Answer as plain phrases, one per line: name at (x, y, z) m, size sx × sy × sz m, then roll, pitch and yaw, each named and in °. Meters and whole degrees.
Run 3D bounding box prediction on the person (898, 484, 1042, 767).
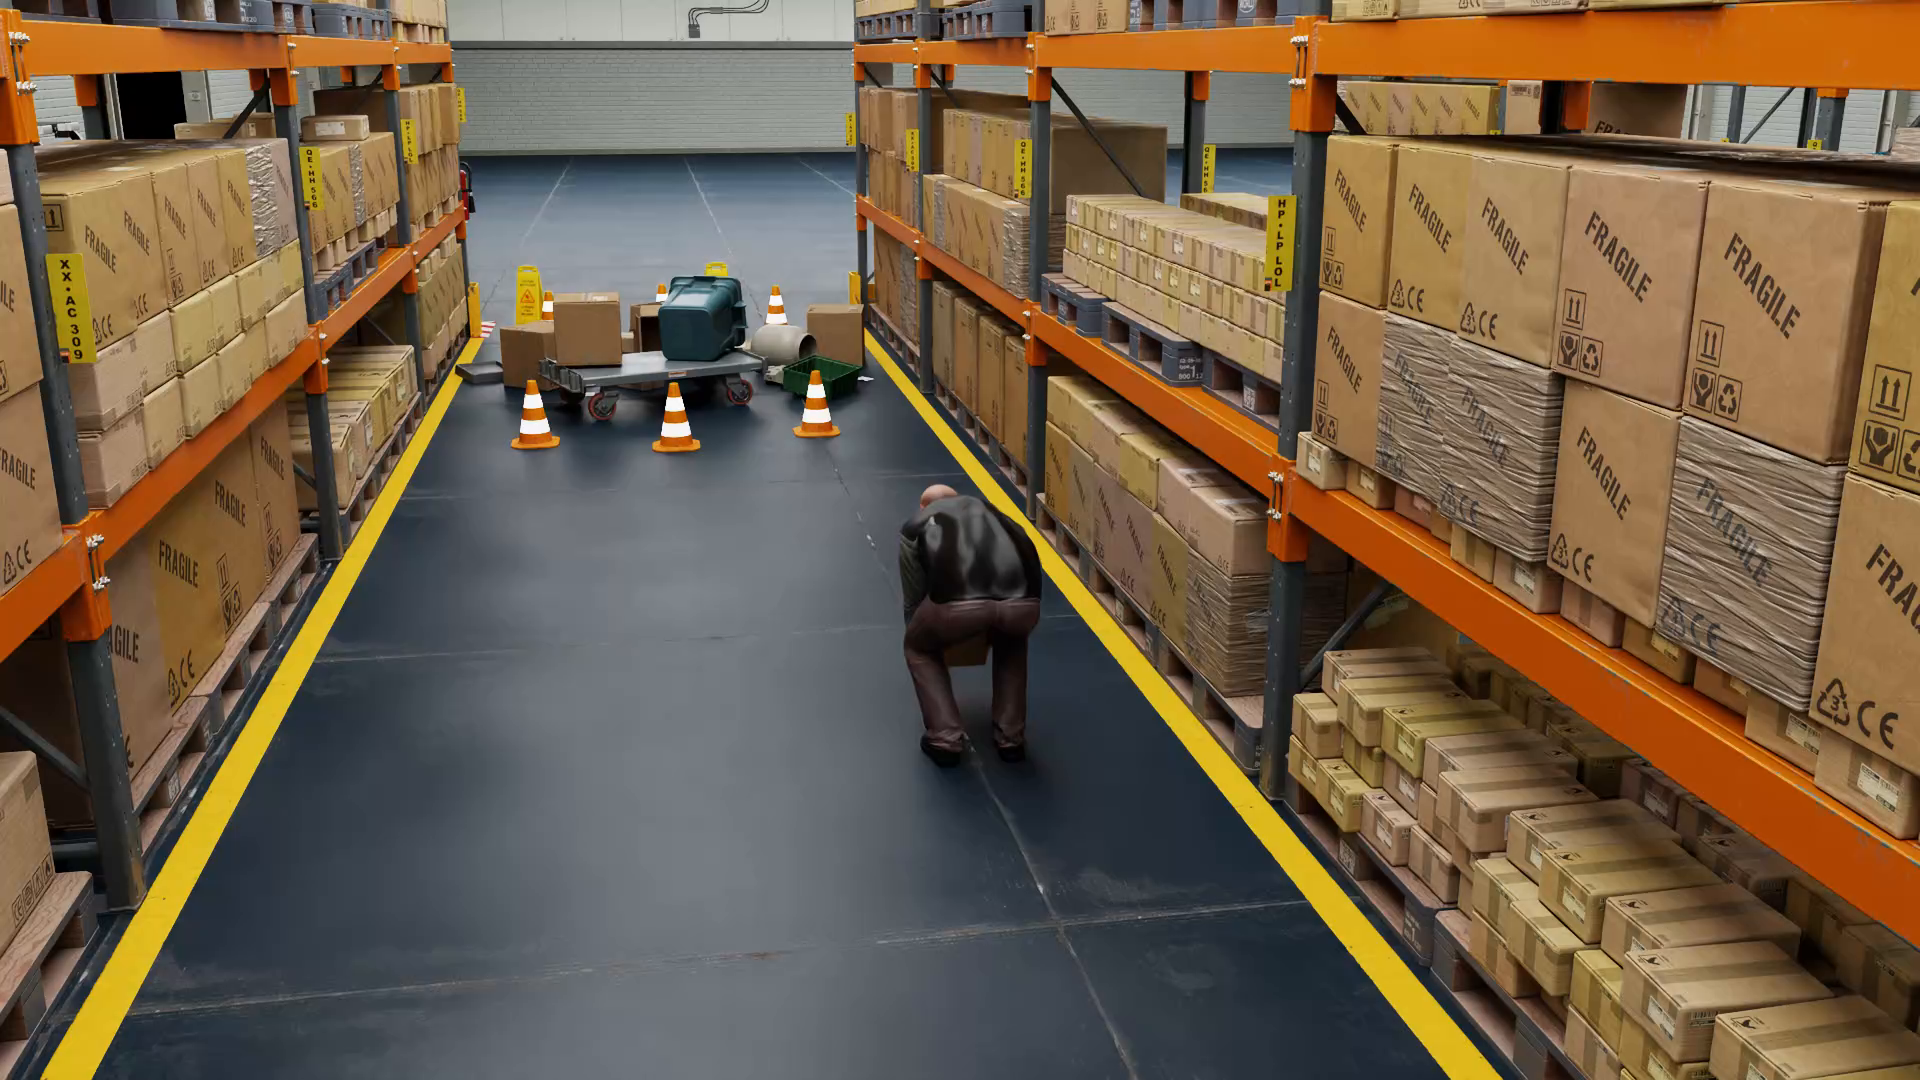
person at (0.018, 0.327, 6.735) m, size 0.517 × 1.007 × 0.949 m, roll -4°, pitch 17°, yaw -13°
